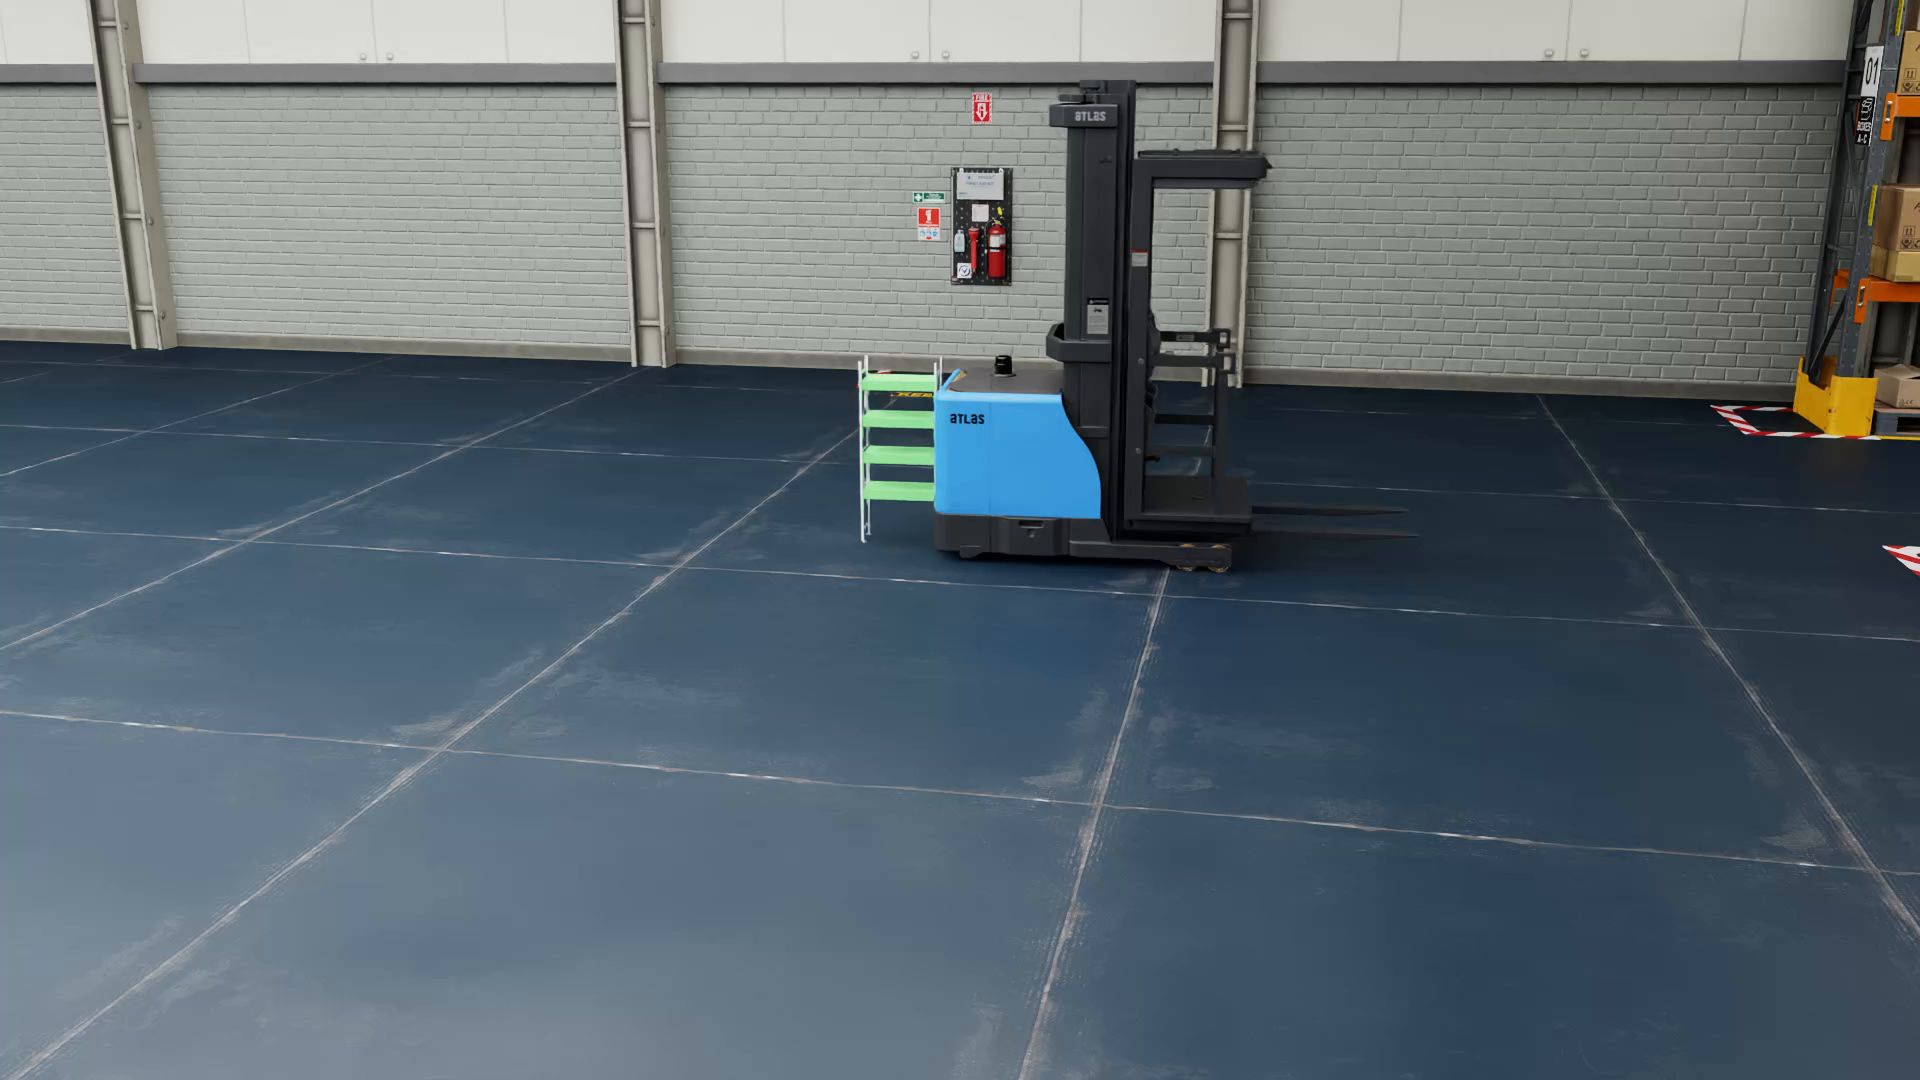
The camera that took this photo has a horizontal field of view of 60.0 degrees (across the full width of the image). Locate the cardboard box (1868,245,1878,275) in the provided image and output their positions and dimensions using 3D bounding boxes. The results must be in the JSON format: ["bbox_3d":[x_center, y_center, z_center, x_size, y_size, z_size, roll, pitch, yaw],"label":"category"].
[{"bbox_3d":[8.136,-2.453,14.471,0.500,0.250,0.500,3,16,12],"label":"cardboard box"}]

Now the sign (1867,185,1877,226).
[{"bbox_3d":[7.532,-2.765,13.732,0.005,0.325,0.100,3,16,11],"label":"sign"}]

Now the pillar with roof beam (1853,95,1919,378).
[{"bbox_3d":[7.640,-4.443,10.176,0.400,9.000,9.100,3,16,11],"label":"pillar with roof beam"}]

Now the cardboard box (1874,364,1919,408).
[{"bbox_3d":[8.300,-1.345,14.442,0.500,0.311,0.500,1,16,5],"label":"cardboard box"}]

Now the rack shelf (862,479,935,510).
[{"bbox_3d":[-0.383,-0.292,10.937,0.480,0.148,0.258,2,16,7],"label":"rack shelf"}]

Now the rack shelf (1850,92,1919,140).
[{"bbox_3d":[9.600,-3.482,13.672,4.000,0.370,1.077,3,16,11],"label":"rack shelf"}]

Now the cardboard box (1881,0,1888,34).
[{"bbox_3d":[8.114,-4.520,13.974,0.500,0.500,0.500,4,16,14],"label":"cardboard box"}]

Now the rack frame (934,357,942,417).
[{"bbox_3d":[-0.141,-0.577,10.826,0.015,1.200,0.240,2,16,7],"label":"rack frame"}]

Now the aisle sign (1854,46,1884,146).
[{"bbox_3d":[7.509,-3.668,13.743,0.004,0.787,0.394,3,16,11],"label":"aisle sign"}]

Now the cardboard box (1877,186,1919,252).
[{"bbox_3d":[8.048,-2.684,13.902,0.500,0.500,0.500,3,16,11],"label":"cardboard box"}]

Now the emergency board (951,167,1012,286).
[{"bbox_3d":[0.204,-3.139,16.705,0.643,1.169,0.194,3,16,11],"label":"emergency board"}]

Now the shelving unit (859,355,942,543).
[{"bbox_3d":[-0.383,-0.585,10.856,0.503,1.200,0.258,2,16,7],"label":"shelving unit"}]

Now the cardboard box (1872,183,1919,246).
[{"bbox_3d":[8.144,-2.819,14.387,0.500,0.500,0.500,3,16,10],"label":"cardboard box"}]

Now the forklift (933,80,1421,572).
[{"bbox_3d":[1.386,-1.365,10.427,3.031,2.935,1.130,2,16,7],"label":"forklift"}]

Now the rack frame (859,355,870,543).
[{"bbox_3d":[-0.625,-0.593,10.886,0.015,1.200,0.240,2,16,7],"label":"rack frame"}]

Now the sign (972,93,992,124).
[{"bbox_3d":[0.216,-4.283,16.492,0.199,0.298,0.001,3,16,11],"label":"sign"}]

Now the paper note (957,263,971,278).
[{"bbox_3d":[0.045,-2.742,16.922,0.142,0.148,0.016,3,16,11],"label":"paper note"}]

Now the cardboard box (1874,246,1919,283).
[{"bbox_3d":[8.055,-2.318,13.984,0.500,0.250,0.500,3,16,9],"label":"cardboard box"}]

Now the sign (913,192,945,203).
[{"bbox_3d":[-0.314,-3.465,16.824,0.331,0.109,0.001,3,16,11],"label":"sign"}]

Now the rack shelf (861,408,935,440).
[{"bbox_3d":[-0.383,-0.755,10.809,0.480,0.148,0.258,2,16,7],"label":"rack shelf"}]

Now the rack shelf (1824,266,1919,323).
[{"bbox_3d":[9.600,-2.036,14.072,4.000,0.370,1.077,3,16,11],"label":"rack shelf"}]

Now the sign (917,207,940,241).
[{"bbox_3d":[-0.317,-3.213,16.904,0.234,0.329,0.001,3,16,11],"label":"sign"}]

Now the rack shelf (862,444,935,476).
[{"bbox_3d":[-0.383,-0.523,10.873,0.480,0.148,0.258,2,16,7],"label":"rack shelf"}]

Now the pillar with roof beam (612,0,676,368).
[{"bbox_3d":[-4.119,-5.082,12.481,0.400,9.000,9.100,3,16,11],"label":"pillar with roof beam"}]

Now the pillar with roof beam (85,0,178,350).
[{"bbox_3d":[-9.999,-5.401,13.633,0.400,9.000,9.100,3,16,11],"label":"pillar with roof beam"}]

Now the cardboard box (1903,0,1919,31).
[{"bbox_3d":[7.969,-4.391,13.507,0.500,0.500,0.500,2,16,7],"label":"cardboard box"}]

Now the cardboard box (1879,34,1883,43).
[{"bbox_3d":[8.099,-4.037,14.103,0.500,0.500,0.500,4,16,15],"label":"cardboard box"}]

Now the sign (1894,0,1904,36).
[{"bbox_3d":[7.532,-4.214,13.330,0.005,0.325,0.100,3,16,11],"label":"sign"}]

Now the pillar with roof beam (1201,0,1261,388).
[{"bbox_3d":[1.760,-4.763,11.328,0.400,9.000,9.100,3,16,11],"label":"pillar with roof beam"}]

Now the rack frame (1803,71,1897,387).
[{"bbox_3d":[7.640,-2.489,14.360,0.127,3.000,1.000,3,16,11],"label":"rack frame"}]

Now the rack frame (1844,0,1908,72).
[{"bbox_3d":[7.640,-5.381,13.559,0.127,3.000,1.000,3,16,11],"label":"rack frame"}]

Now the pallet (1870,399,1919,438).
[{"bbox_3d":[8.503,-1.089,14.528,1.213,0.211,1.003,3,16,11],"label":"pallet"}]

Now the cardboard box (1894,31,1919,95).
[{"bbox_3d":[7.918,-3.910,13.643,0.500,0.500,0.500,4,16,13],"label":"cardboard box"}]

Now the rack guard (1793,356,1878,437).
[{"bbox_3d":[7.714,-1.281,14.679,0.348,0.500,1.175,3,16,11],"label":"rack guard"}]

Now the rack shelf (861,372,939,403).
[{"bbox_3d":[-0.383,-0.986,10.745,0.480,0.148,0.258,2,16,7],"label":"rack shelf"}]
